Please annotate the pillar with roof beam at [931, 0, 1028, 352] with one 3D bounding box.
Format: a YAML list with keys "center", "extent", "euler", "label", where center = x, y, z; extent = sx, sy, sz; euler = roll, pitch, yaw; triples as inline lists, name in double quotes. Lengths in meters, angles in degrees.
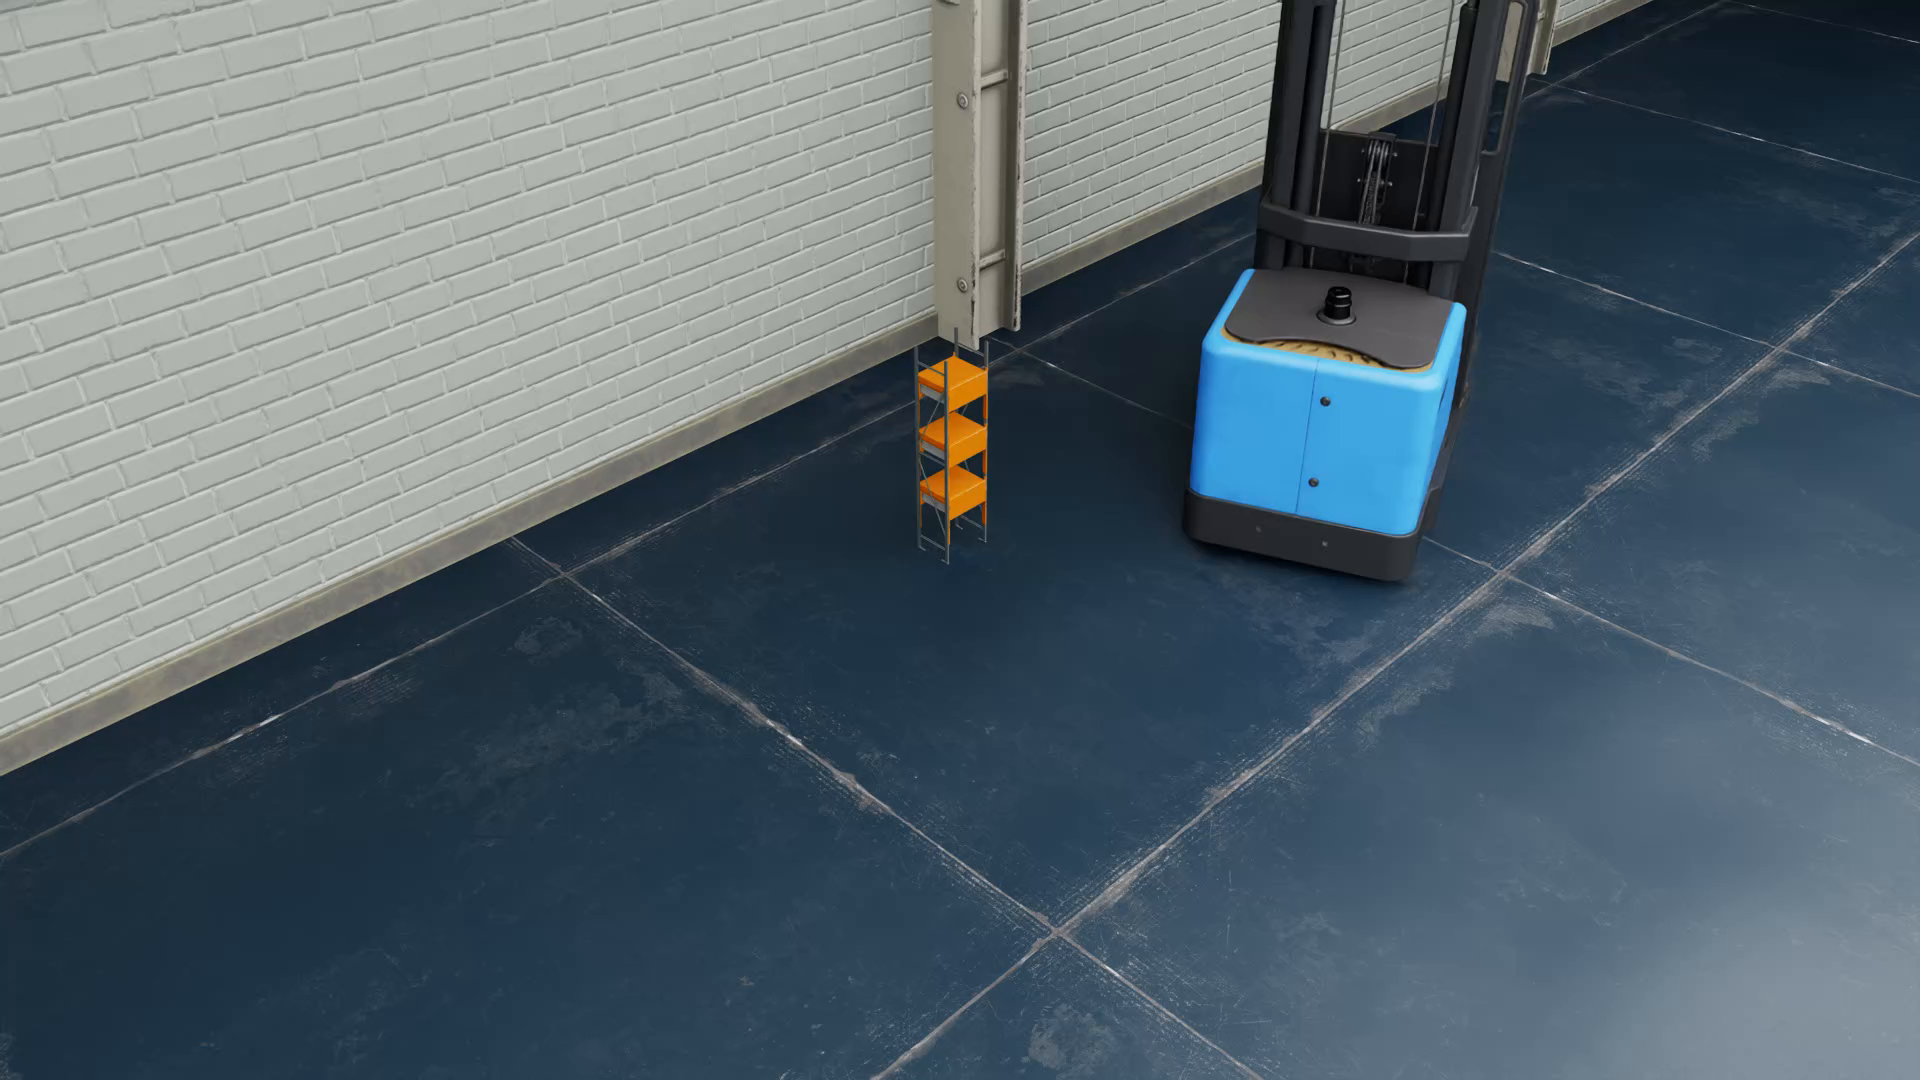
- center: [3.155, -3.144, 4.392]
  extent: [9.100, 9.000, 0.400]
  euler: [30, 45, 35]
  label: "pillar with roof beam"

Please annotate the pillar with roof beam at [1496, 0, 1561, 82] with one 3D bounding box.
- center: [7.383, -5.580, 7.885]
  extent: [9.100, 9.000, 0.400]
  euler: [30, 45, 35]
  label: "pillar with roof beam"

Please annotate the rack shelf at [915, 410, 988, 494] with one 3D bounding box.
- center: [-0.038, -0.400, 7.425]
  extent: [0.215, 0.259, 0.240]
  euler: [30, 45, 35]
  label: "rack shelf"

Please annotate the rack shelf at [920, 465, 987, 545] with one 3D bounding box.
- center: [-0.038, -0.172, 7.584]
  extent: [0.215, 0.259, 0.240]
  euler: [30, 45, 35]
  label: "rack shelf"

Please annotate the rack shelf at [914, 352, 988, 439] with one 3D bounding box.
- center: [-0.038, -0.633, 7.262]
  extent: [0.215, 0.259, 0.240]
  euler: [30, 45, 35]
  label: "rack shelf"

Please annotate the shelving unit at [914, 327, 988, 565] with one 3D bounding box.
- center: [-0.038, -0.409, 7.419]
  extent: [0.215, 1.050, 0.252]
  euler: [30, 45, 35]
  label: "shelving unit"

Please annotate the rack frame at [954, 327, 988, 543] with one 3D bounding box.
- center: [0.048, -0.458, 7.490]
  extent: [0.200, 1.050, 0.008]
  euler: [30, 45, 35]
  label: "rack frame"

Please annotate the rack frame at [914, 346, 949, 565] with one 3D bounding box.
- center: [-0.124, -0.359, 7.347]
  extent: [0.200, 1.050, 0.008]
  euler: [30, 45, 35]
  label: "rack frame"

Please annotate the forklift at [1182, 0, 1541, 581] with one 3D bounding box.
- center: [2.044, -1.856, 7.849]
  extent: [1.130, 2.935, 3.031]
  euler: [13, 37, 18]
  label: "forklift"
